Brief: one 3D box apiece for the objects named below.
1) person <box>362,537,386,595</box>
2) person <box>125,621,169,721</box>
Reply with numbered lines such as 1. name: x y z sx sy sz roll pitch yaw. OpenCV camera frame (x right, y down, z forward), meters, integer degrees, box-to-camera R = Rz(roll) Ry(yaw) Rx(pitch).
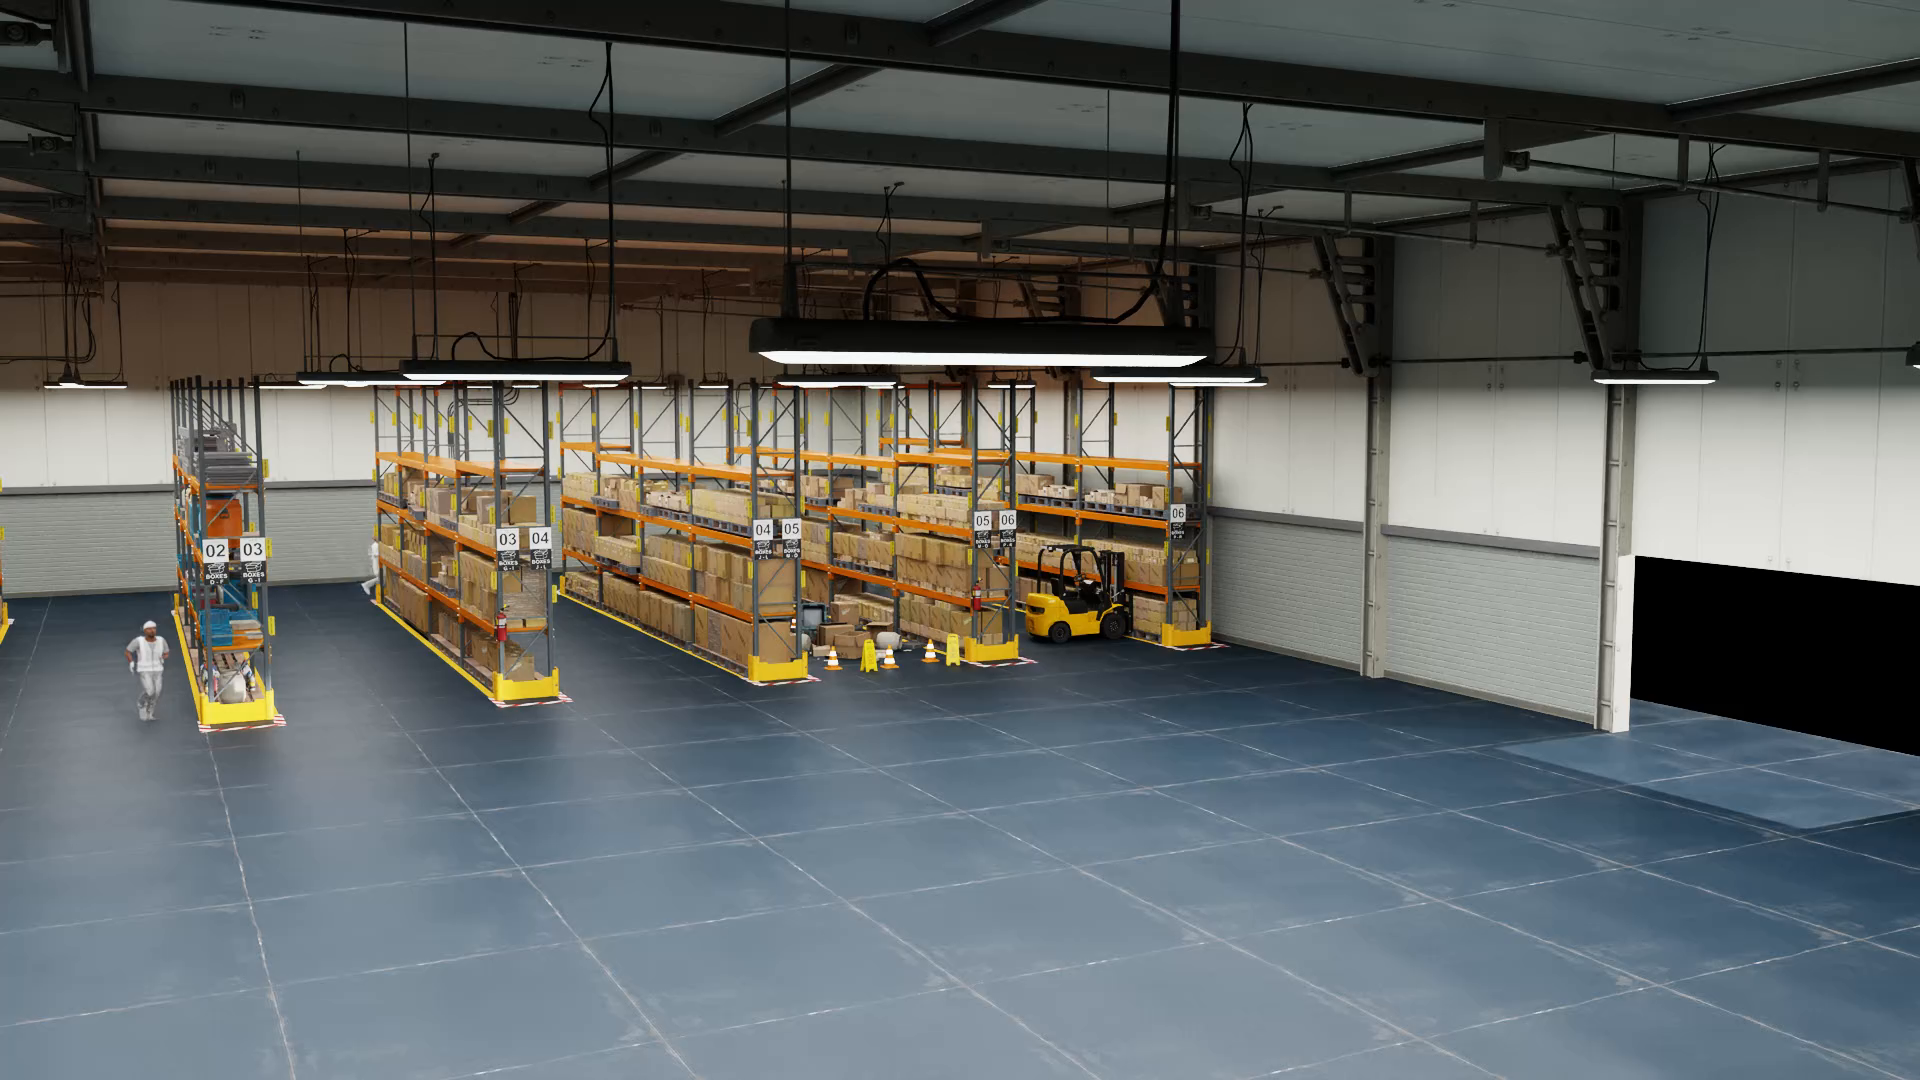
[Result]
1. person: -16.284 0.714 46.457 0.830 1.756 0.742 -1 5 -13
2. person: -14.039 2.274 28.852 0.627 1.730 0.662 5 7 45
